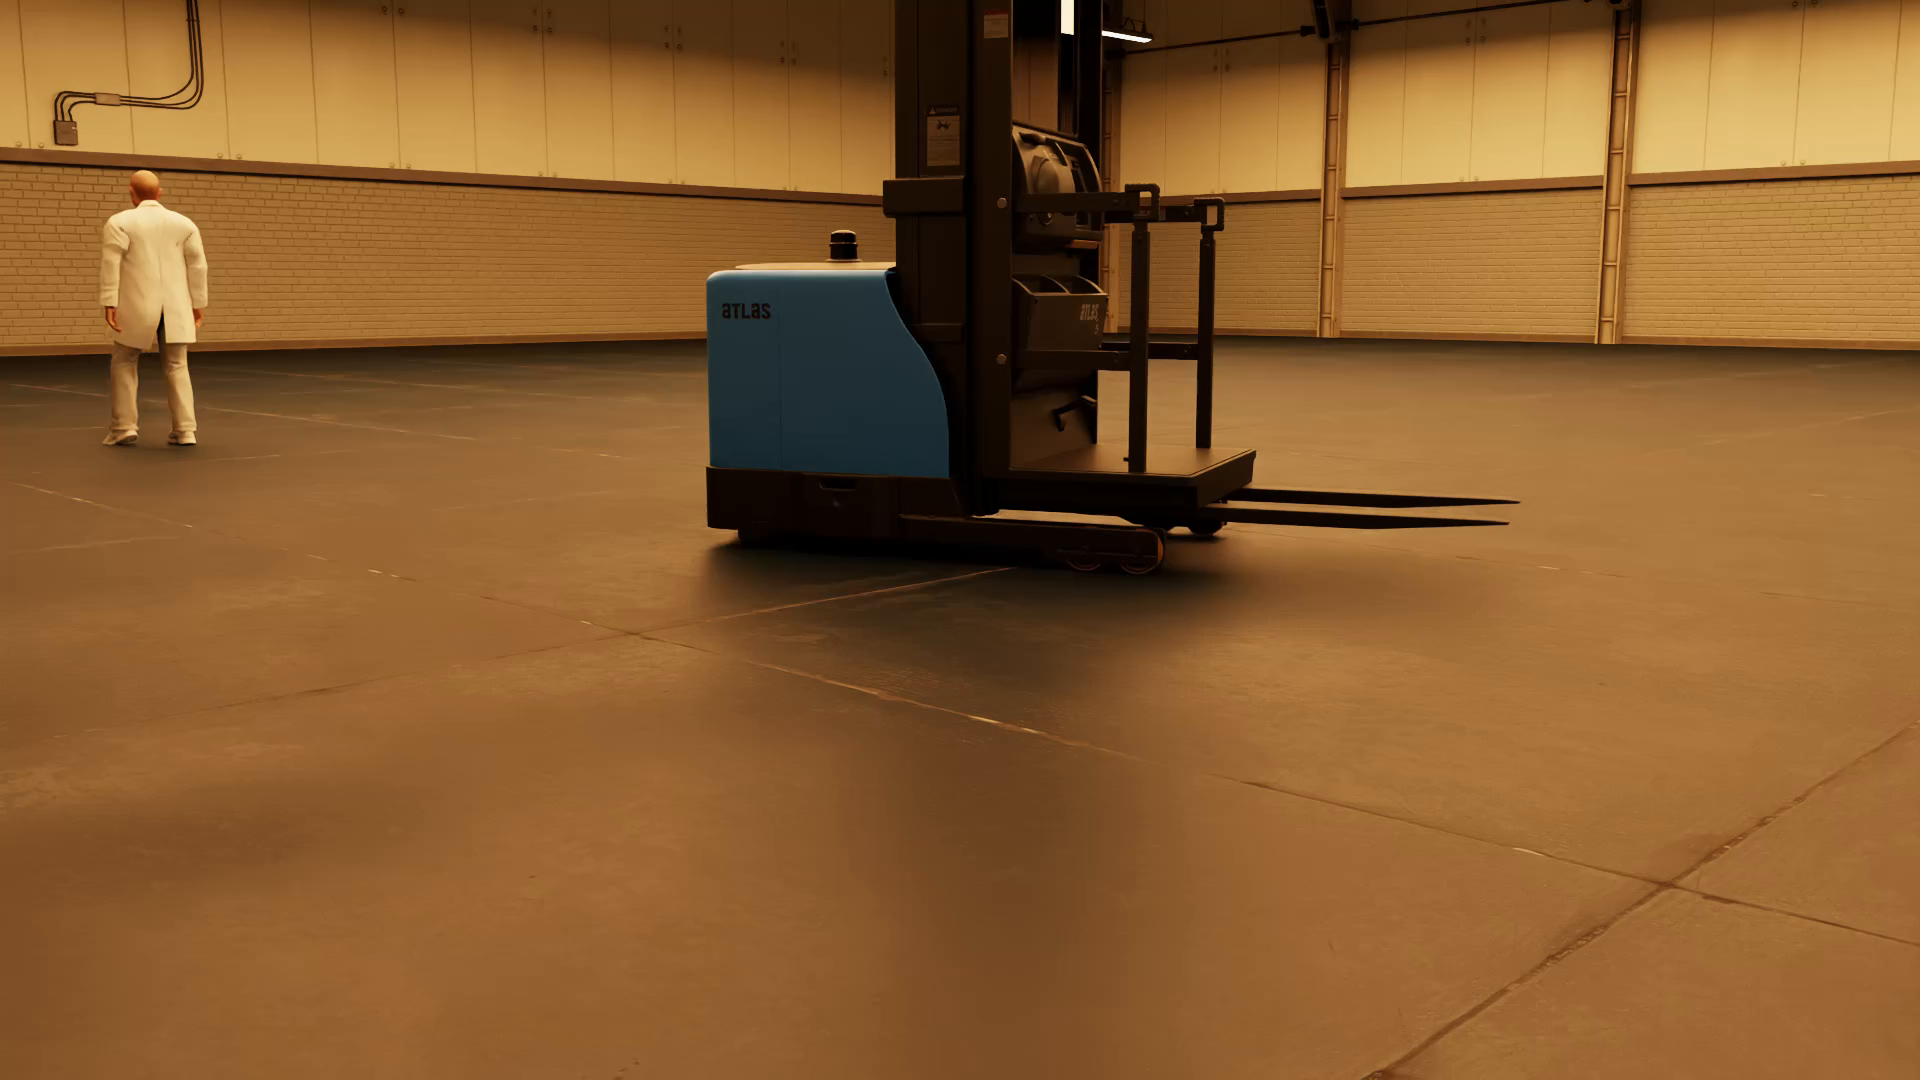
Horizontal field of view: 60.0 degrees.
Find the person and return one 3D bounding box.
[{"bbox_3d":[-5.270,-1.479,10.850,0.689,1.825,0.620,-7,11,-40],"label":"person"}]

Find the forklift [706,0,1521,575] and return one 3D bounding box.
[{"bbox_3d":[0.565,-1.416,6.275,3.031,2.935,1.130,3,9,22],"label":"forklift"}]
